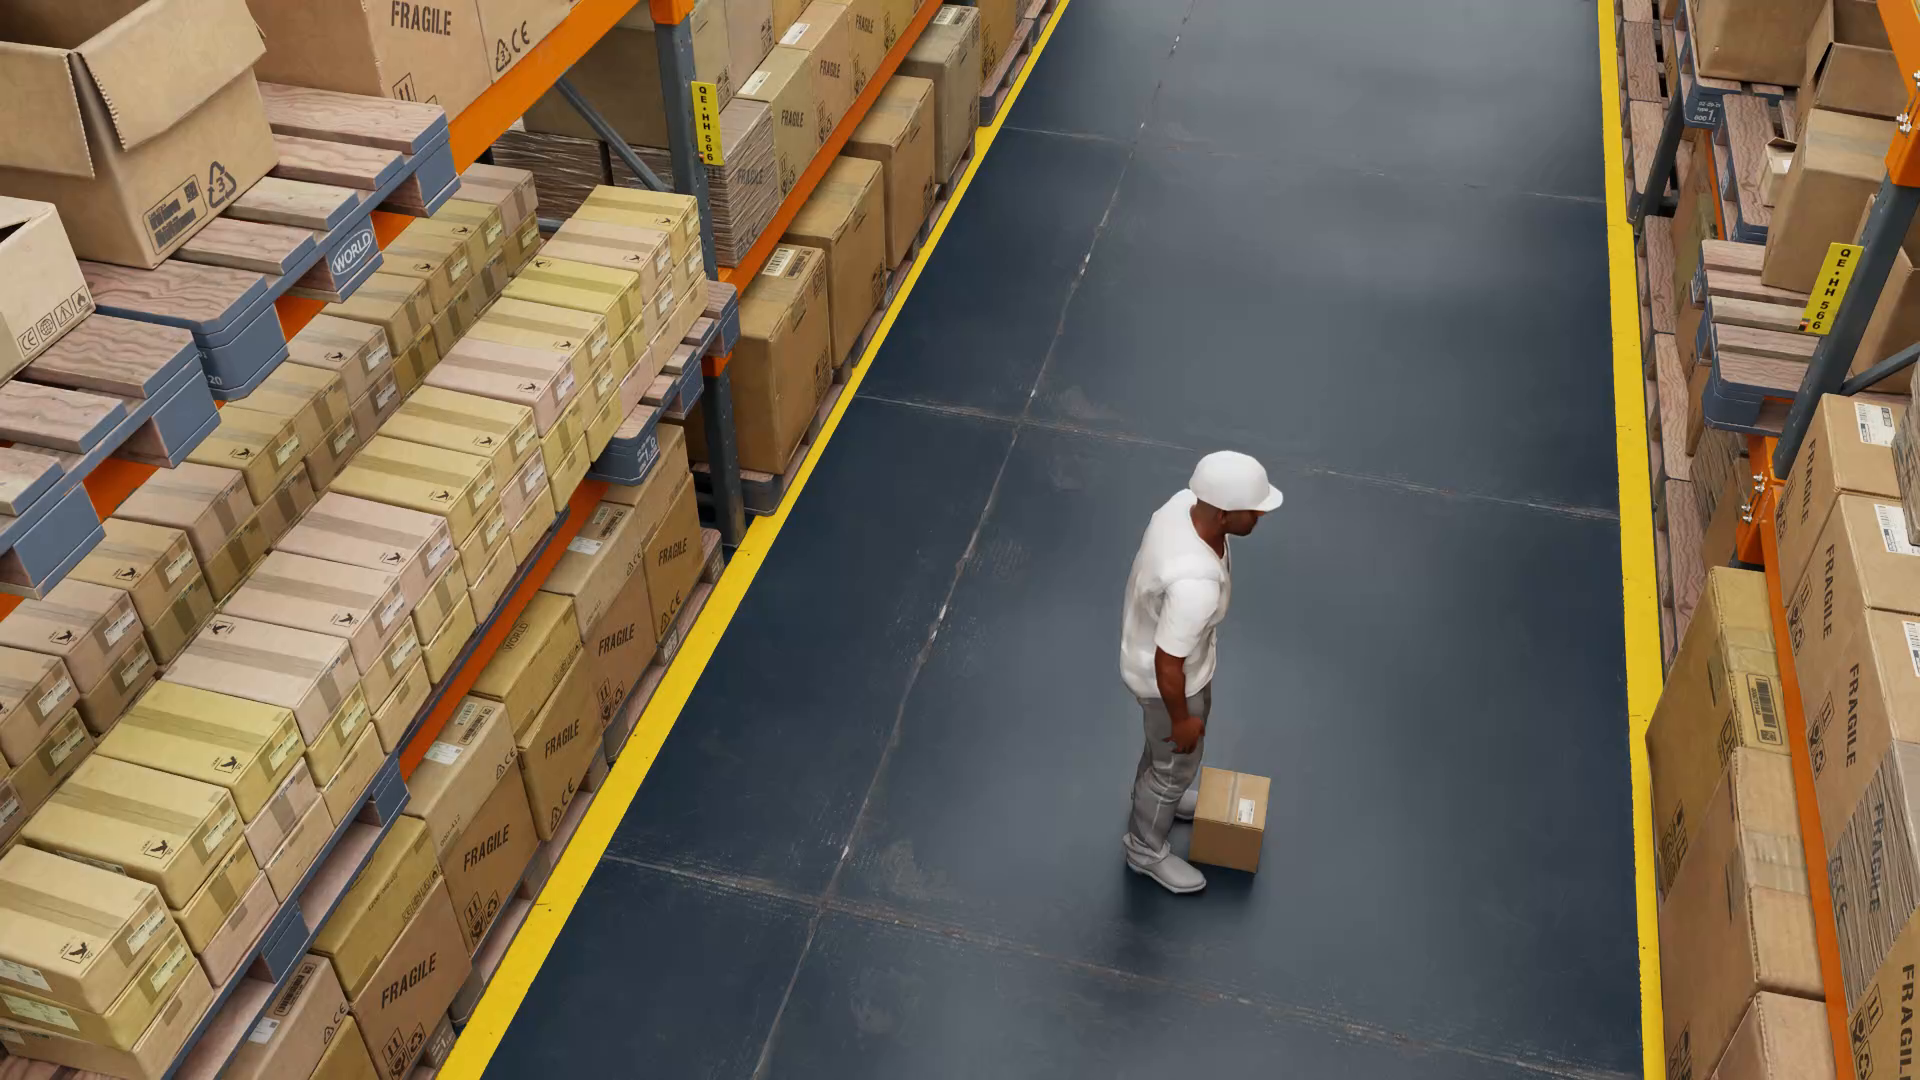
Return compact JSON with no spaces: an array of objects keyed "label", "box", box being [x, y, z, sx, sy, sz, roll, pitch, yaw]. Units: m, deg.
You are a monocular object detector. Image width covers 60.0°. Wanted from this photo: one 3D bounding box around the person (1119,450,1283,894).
[{"label":"person","box":[0.771,0.418,5.660,0.462,1.759,0.633,8,41,9]}]
